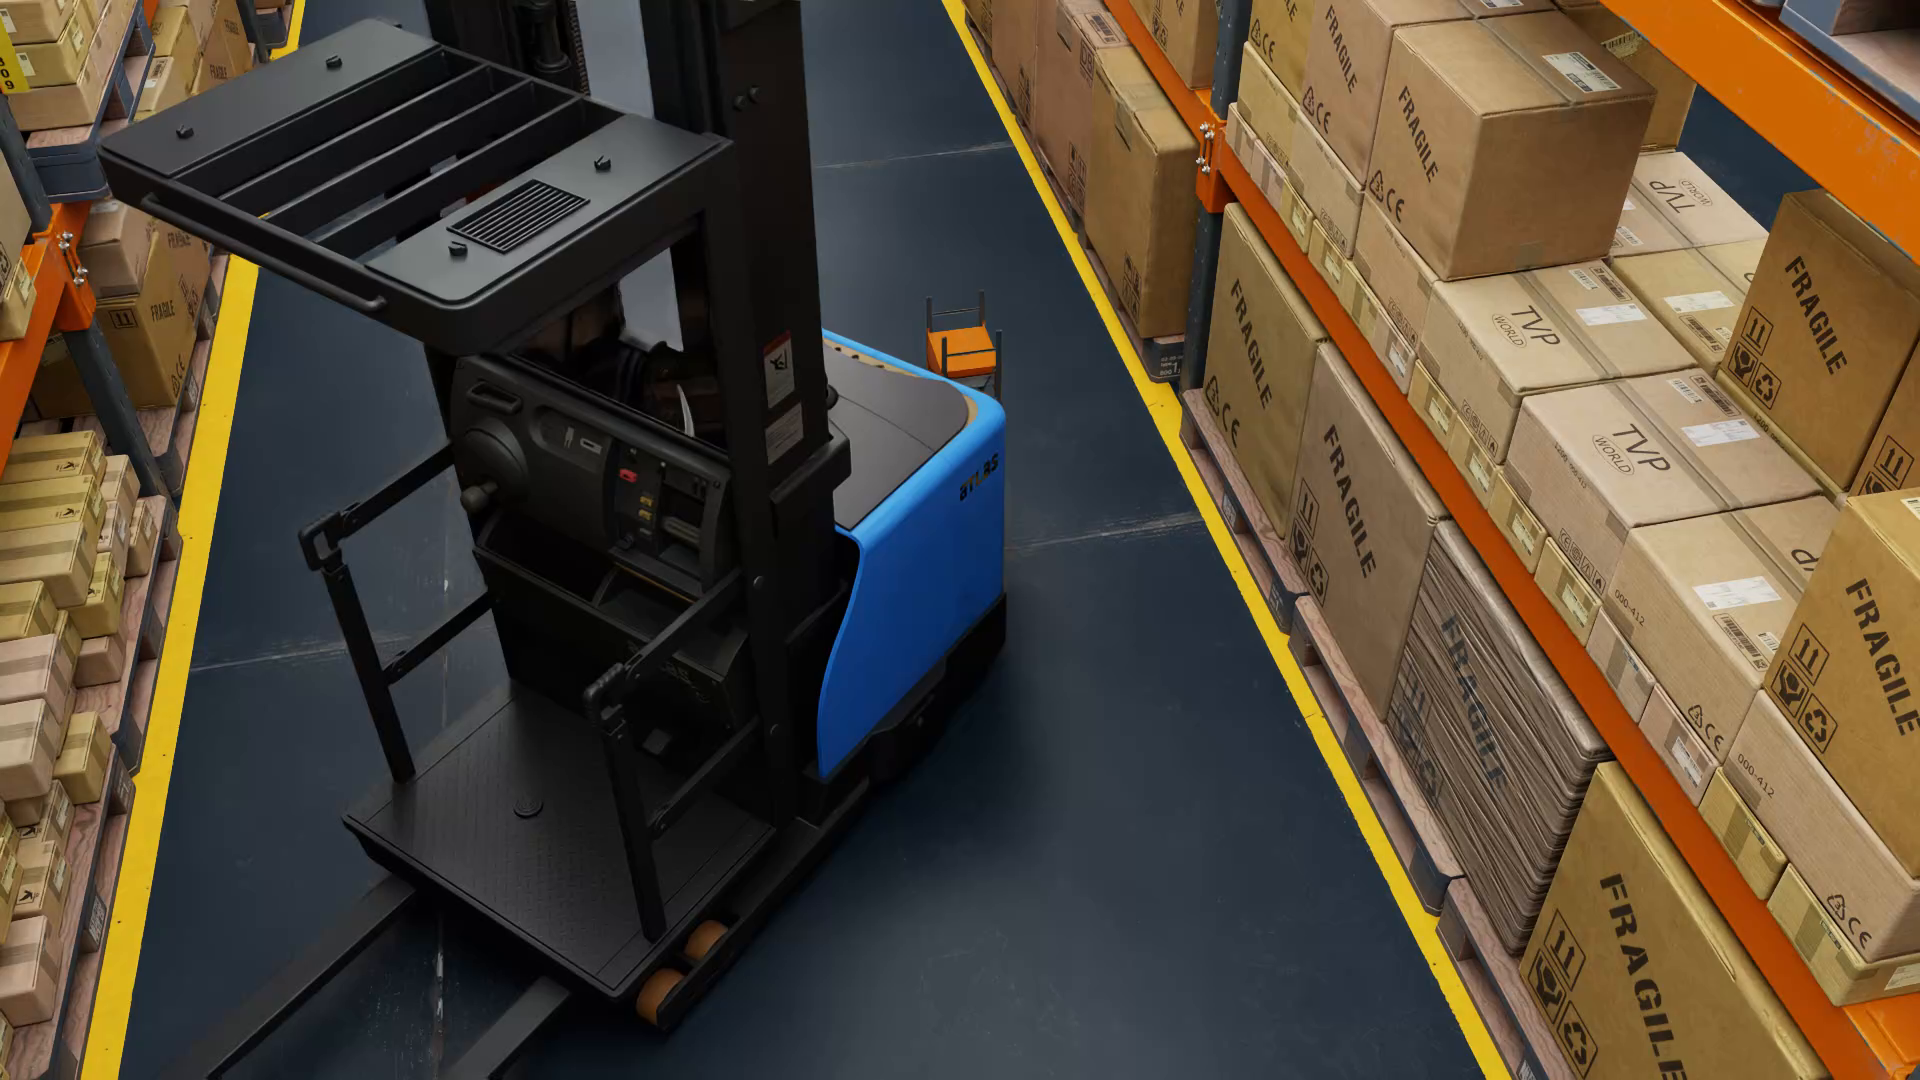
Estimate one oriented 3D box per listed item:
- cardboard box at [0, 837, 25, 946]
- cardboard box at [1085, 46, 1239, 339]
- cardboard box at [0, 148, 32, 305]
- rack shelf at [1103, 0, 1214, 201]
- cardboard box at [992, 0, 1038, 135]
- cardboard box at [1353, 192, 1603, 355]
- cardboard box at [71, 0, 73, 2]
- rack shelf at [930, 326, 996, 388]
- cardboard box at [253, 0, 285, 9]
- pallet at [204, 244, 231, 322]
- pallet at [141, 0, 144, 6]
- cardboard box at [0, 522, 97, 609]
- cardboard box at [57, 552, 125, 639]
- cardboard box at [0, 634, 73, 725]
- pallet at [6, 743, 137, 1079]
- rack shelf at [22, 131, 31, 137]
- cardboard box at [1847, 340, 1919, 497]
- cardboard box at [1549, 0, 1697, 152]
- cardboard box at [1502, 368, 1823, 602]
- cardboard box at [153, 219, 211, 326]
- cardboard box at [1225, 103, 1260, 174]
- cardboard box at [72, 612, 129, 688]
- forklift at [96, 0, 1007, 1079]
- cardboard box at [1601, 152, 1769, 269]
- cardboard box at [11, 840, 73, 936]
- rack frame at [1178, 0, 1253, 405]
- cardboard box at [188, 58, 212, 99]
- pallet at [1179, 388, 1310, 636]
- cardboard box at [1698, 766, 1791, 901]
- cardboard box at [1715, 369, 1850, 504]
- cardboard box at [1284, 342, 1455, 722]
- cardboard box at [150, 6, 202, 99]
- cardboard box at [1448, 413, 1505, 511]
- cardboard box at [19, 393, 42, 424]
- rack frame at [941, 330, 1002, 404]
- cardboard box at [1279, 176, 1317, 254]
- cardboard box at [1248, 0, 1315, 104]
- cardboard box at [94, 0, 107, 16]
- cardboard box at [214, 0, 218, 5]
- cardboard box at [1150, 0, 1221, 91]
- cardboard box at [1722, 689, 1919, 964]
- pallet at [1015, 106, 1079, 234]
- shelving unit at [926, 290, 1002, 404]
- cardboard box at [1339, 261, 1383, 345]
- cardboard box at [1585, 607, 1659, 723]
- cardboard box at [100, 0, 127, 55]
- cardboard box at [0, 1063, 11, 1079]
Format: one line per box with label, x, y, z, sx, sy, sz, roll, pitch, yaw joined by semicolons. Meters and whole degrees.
cardboard box;-2.679;0.941;4.314;0.380;0.149;0.250;-8;42;-9
cardboard box;1.250;-1.520;6.987;1.225;0.875;0.875;-8;42;-9
cardboard box;-3.077;-0.976;4.790;0.500;0.500;0.500;-8;42;-9
rack shelf;0.976;-2.773;7.656;1.077;0.370;4.000;-8;42;-9
cardboard box;0.857;-2.671;8.284;1.225;0.875;0.875;-8;42;-9
cardboard box;1.473;-0.800;4.781;0.500;0.250;0.500;-7;42;-8
cardboard box;-3.160;-1.887;5.541;0.380;0.149;0.250;-7;42;-8
rack shelf;0.012;-0.613;5.636;0.184;0.087;0.229;-8;42;-9
cardboard box;-4.365;-3.416;9.217;1.050;0.750;0.750;-9;42;-10
pallet;-3.894;-1.354;7.616;1.003;0.211;1.213;-8;42;-9
pallet;-3.854;-2.344;6.776;1.003;0.211;1.213;-8;42;-9
cardboard box;-2.972;0.100;5.261;0.380;0.149;0.250;-9;42;-10
cardboard box;-2.934;0.201;5.371;0.380;0.149;0.250;-10;43;-11
cardboard box;-2.844;0.442;4.876;0.380;0.149;0.250;-10;43;-11
pallet;-3.011;1.165;4.778;1.003;0.211;1.213;-8;42;-9
rack shelf;-3.889;-2.201;6.864;0.919;0.124;3.809;-8;42;-9
cardboard box;2.323;-0.162;3.497;0.500;0.500;0.500;-9;42;-10
cardboard box;1.872;-1.496;5.000;0.500;0.500;0.500;-8;42;-9
cardboard box;1.688;-0.143;4.040;0.500;0.250;0.500;-10;43;-11
cardboard box;-3.474;-1.182;6.889;0.500;0.500;0.500;-7;42;-7
cardboard box;1.146;-1.412;5.770;0.380;0.149;0.250;-8;42;-9
cardboard box;-2.946;0.357;5.420;0.380;0.149;0.250;-10;43;-11
forklift;-1.085;-0.089;4.142;1.130;2.935;3.031;24;47;25
cardboard box;1.983;-0.886;4.877;0.500;0.250;0.500;-8;42;-8
cardboard box;-2.742;1.016;4.678;0.380;0.149;0.250;-8;42;-9
rack frame;1.407;-1.745;5.957;1.000;3.000;0.127;-8;42;-9
cardboard box;-3.685;-1.849;7.640;0.500;0.500;0.500;-10;43;-11
pallet;1.495;-0.198;6.314;1.003;0.211;1.213;-8;42;-9
cardboard box;1.814;0.590;3.516;0.380;0.149;0.250;-8;42;-9
cardboard box;2.207;-0.220;4.127;0.500;0.250;0.500;-10;43;-11
cardboard box;1.666;-0.085;5.371;0.875;0.875;0.875;-8;42;-9
cardboard box;-3.703;-2.132;7.394;0.500;0.250;0.500;-7;42;-8
cardboard box;1.543;-0.233;4.442;0.380;0.149;0.250;-8;42;-8
cardboard box;-3.863;-0.766;6.420;0.500;0.500;0.500;-9;42;-10
rack frame;0.038;-0.279;5.773;0.200;1.050;0.008;-8;42;-9
cardboard box;1.261;-1.071;5.386;0.380;0.149;0.250;-7;42;-8
cardboard box;1.261;-1.734;5.268;0.500;0.500;0.500;-8;42;-9
cardboard box;-3.208;-1.931;5.814;0.380;0.149;0.250;-7;42;-8
cardboard box;-3.917;-2.790;8.135;0.500;0.250;0.500;-9;42;-10
cardboard box;1.040;-2.047;6.221;0.500;0.500;0.500;-8;42;-9
cardboard box;1.907;0.516;3.298;0.500;0.250;0.500;-9;42;-10
pallet;0.900;-1.984;8.326;1.003;0.211;1.213;-8;42;-9
shelving unit;0.012;-0.358;5.862;0.215;1.050;0.252;-8;42;-9
cardboard box;1.374;-0.735;5.008;0.380;0.149;0.250;-9;42;-10
cardboard box;1.708;0.264;3.882;0.380;0.149;0.250;-8;42;-9
cardboard box;-3.209;-1.826;5.920;0.380;0.149;0.250;-8;42;-9
cardboard box;-2.549;1.401;4.020;0.380;0.149;0.250;-7;42;-8
